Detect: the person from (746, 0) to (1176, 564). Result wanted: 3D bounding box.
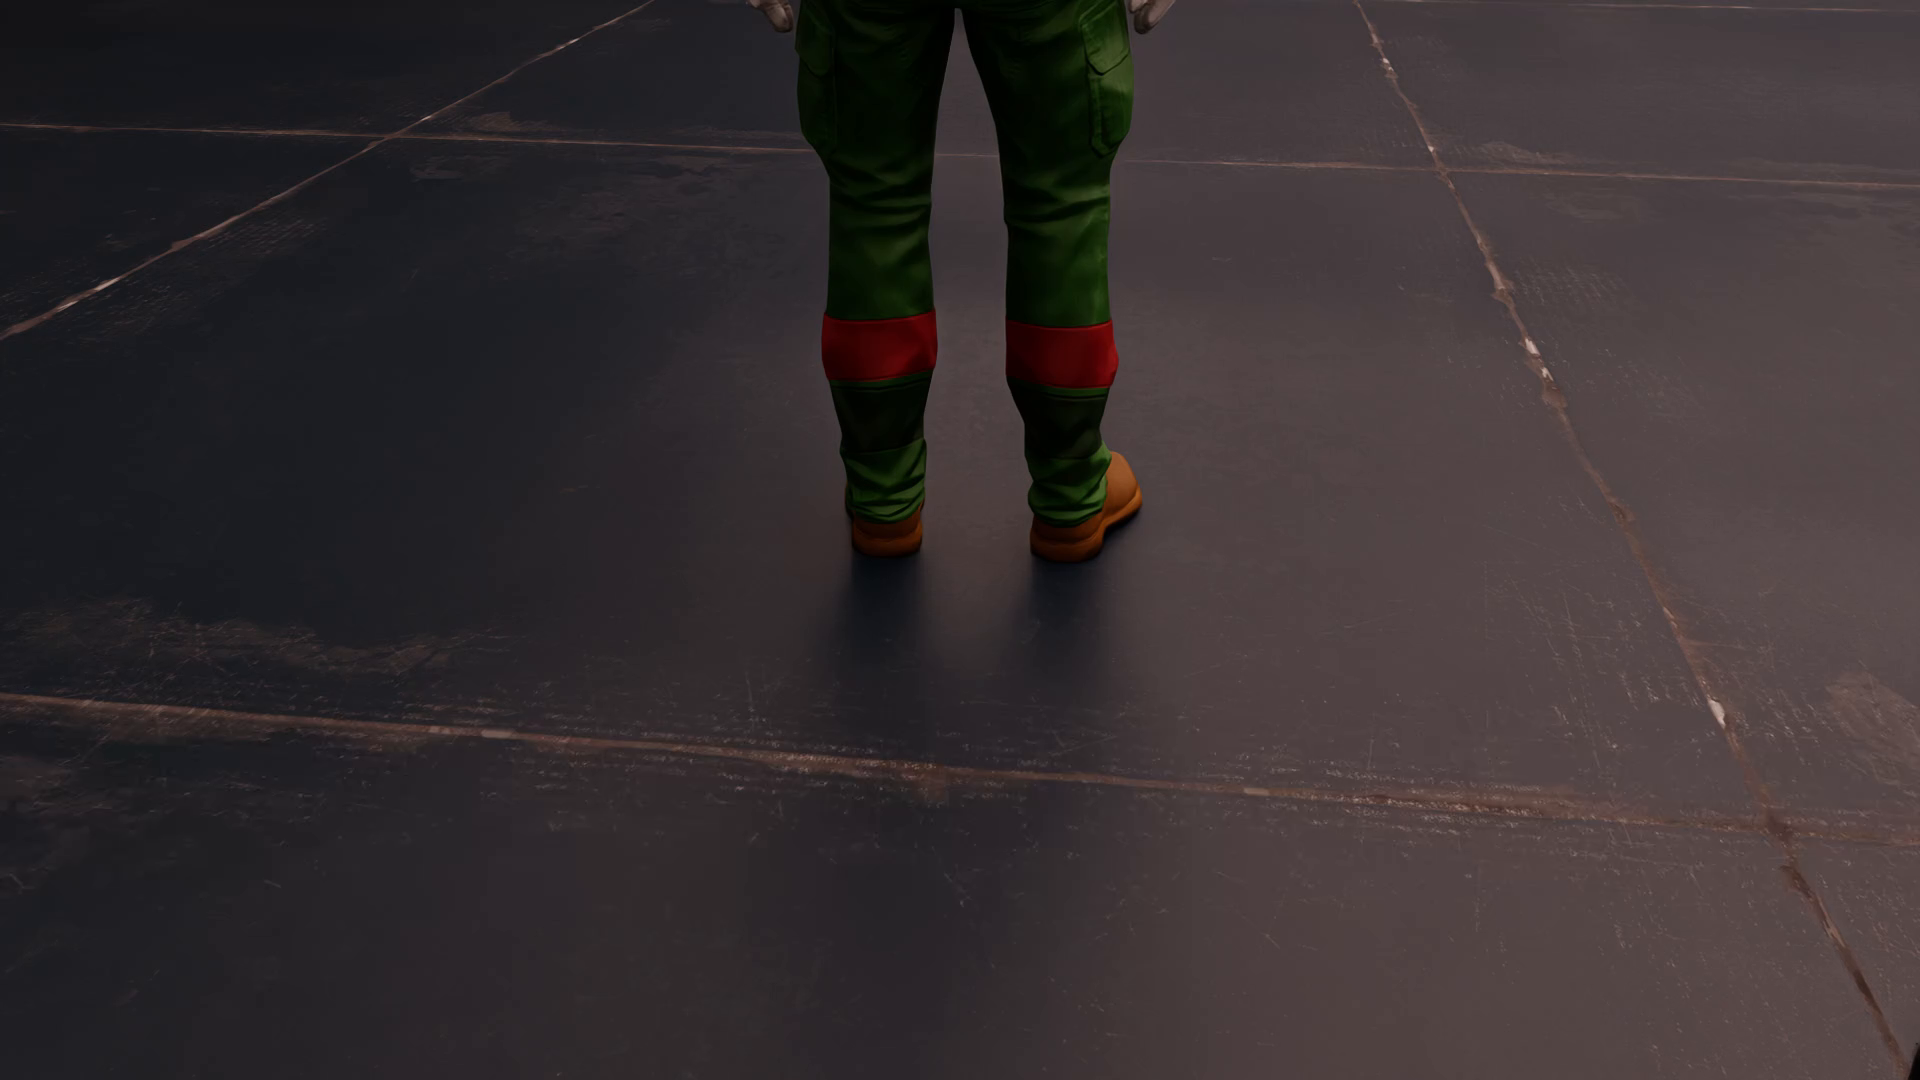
[{"bbox_3d":[-0.002,-0.814,2.144,0.608,1.778,0.450,3,27,5],"label":"person"}]
